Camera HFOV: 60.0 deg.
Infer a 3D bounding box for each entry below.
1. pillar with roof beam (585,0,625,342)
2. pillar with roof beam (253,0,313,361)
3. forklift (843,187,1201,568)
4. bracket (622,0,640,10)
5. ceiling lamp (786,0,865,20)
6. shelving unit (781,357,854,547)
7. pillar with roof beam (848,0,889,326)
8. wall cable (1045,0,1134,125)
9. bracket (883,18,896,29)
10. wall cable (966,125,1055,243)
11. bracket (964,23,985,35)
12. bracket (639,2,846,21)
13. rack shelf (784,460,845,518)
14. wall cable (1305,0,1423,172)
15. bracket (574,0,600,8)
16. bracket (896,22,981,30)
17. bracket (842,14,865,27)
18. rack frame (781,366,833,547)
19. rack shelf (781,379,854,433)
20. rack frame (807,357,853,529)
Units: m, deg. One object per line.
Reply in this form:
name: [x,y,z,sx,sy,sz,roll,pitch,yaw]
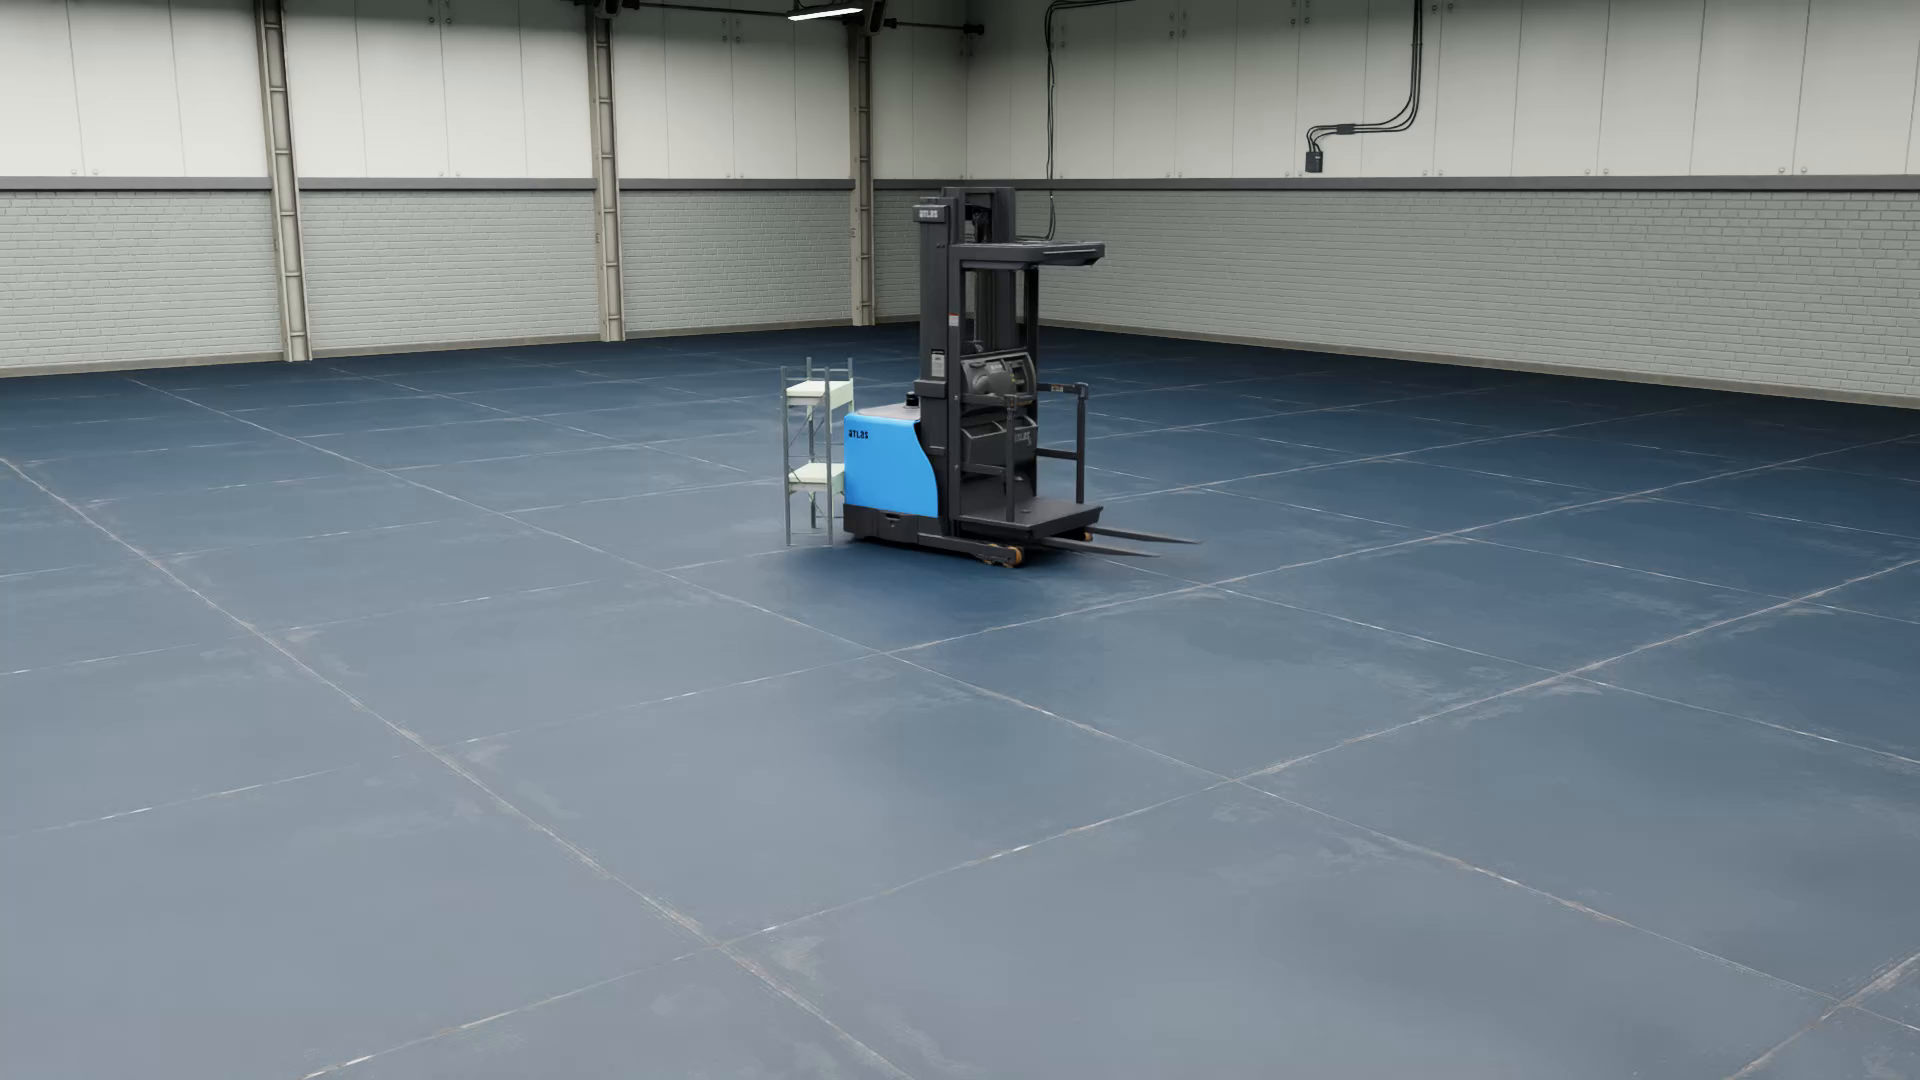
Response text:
pillar with roof beam: [-4.095,-7.600,28.254,0.548,9.000,9.100,-9,15,-38]
pillar with roof beam: [-8.780,-6.821,24.588,0.400,9.000,9.100,-9,15,-38]
forklift: [0.484,-1.338,13.374,3.031,2.935,1.130,9,15,37]
bracket: [-6.238,-10.055,31.151,0.430,0.232,0.235,-9,15,-38]
ceiling lamp: [-2.149,-10.660,28.614,0.800,3.185,2.000,-9,15,-38]
shelving unit: [-1.186,-0.755,14.068,0.431,1.500,0.755,2,12,11]
pillar with roof beam: [0.590,-8.378,31.921,0.548,9.000,9.100,-9,15,-38]
wall cable: [2.718,-9.757,33.731,0.112,2.526,3.097,-9,15,-38]
bracket: [-1.553,-10.834,34.818,0.430,0.232,0.235,-9,15,-38]
wall cable: [1.028,-7.725,36.322,0.112,2.526,3.097,-9,15,-38]
bracket: [0.297,-11.141,36.266,0.430,0.232,0.235,-9,15,-38]
bracket: [-4.213,-10.392,32.736,4.783,0.066,0.076,-9,15,-38]
rack shelf: [-1.184,-0.436,14.135,0.431,0.370,0.720,2,12,11]
wall cable: [6.946,-9.366,28.385,0.169,6.003,2.305,-9,15,-38]
bracket: [-6.886,-9.947,30.644,0.430,0.232,0.235,-9,15,-38]
bracket: [-0.164,-11.064,35.905,3.189,0.066,0.076,-9,15,-38]
bracket: [-2.201,-10.726,34.310,0.430,0.232,0.235,-9,15,-38]
rack frame: [-1.258,-0.681,13.717,0.400,1.500,0.023,2,12,11]
rack shelf: [-1.188,-1.137,13.987,0.431,0.370,0.720,2,12,11]
rack frame: [-1.114,-0.830,14.419,0.400,1.500,0.023,2,12,11]
